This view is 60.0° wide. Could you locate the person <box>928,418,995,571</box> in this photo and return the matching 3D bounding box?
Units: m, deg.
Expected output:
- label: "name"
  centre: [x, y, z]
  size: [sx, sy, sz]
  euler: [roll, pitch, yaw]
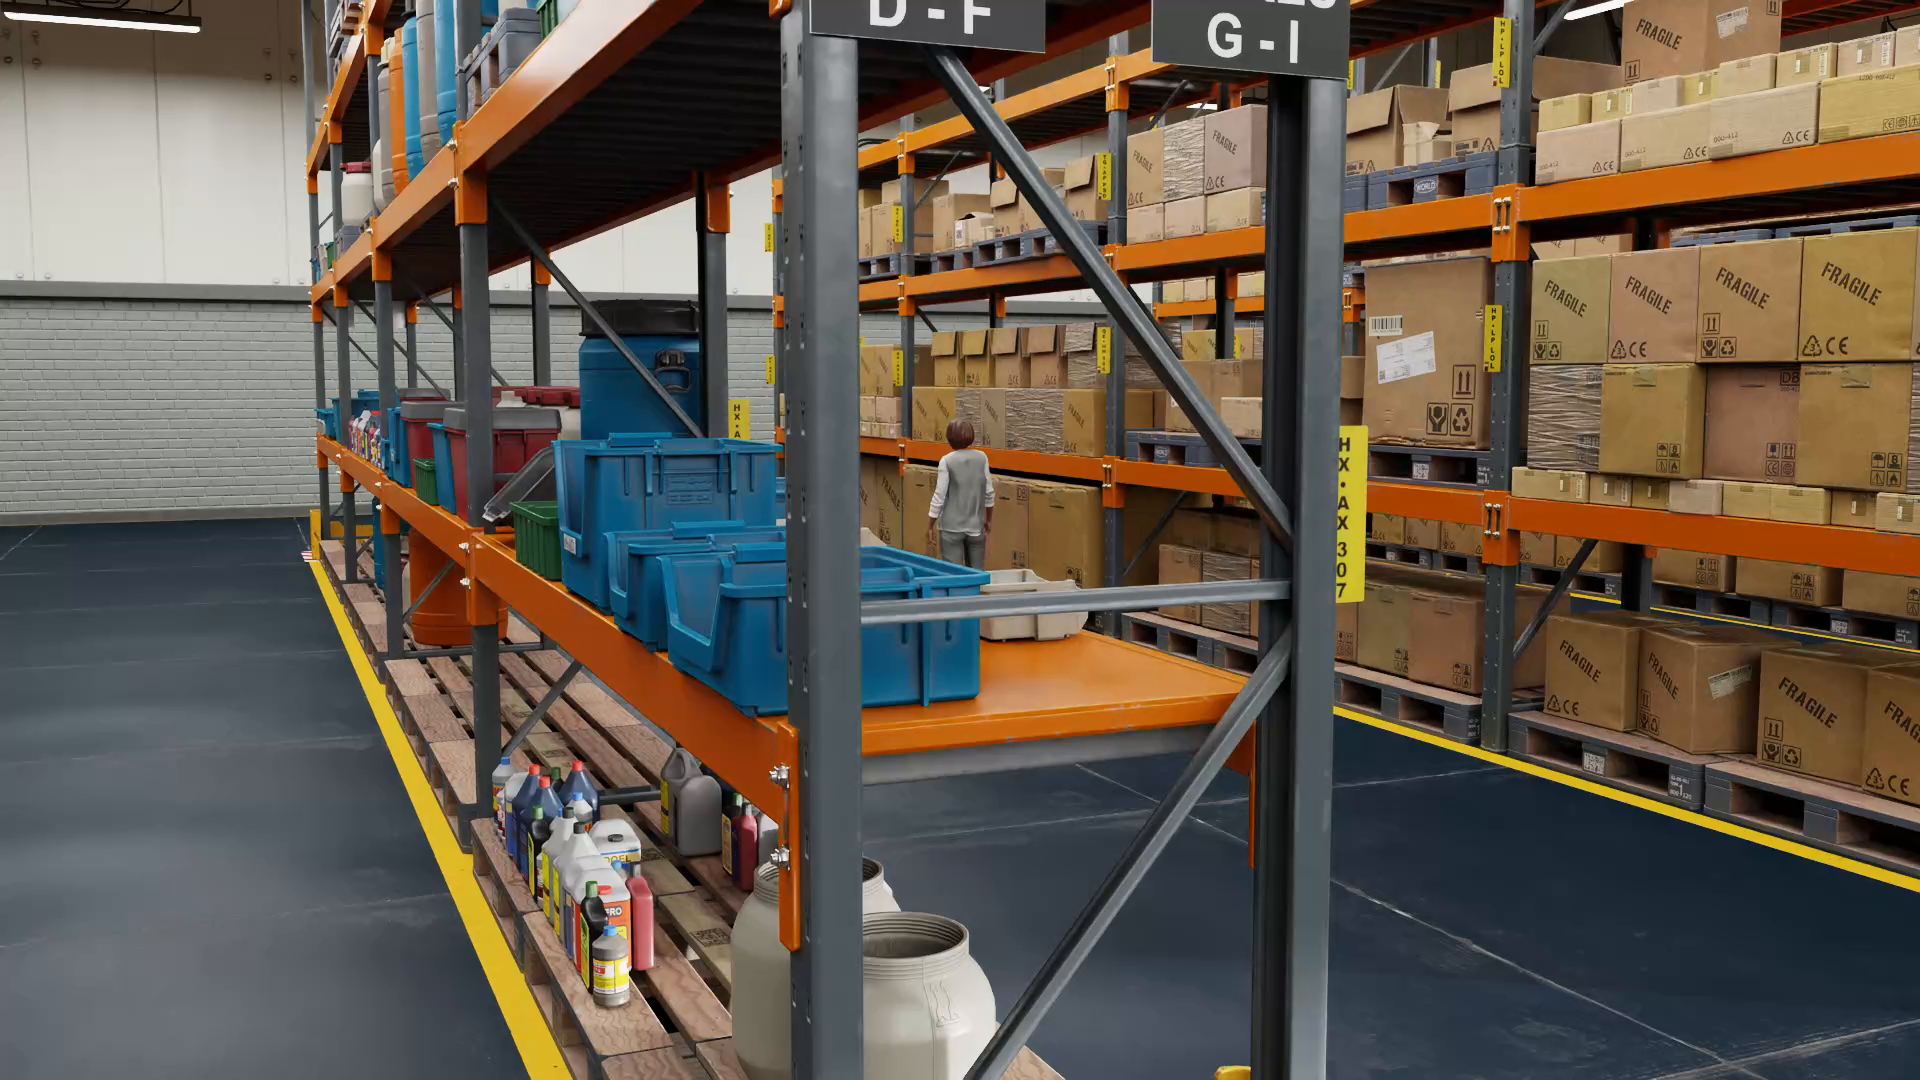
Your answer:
- label: "person"
  centre: [-0.009, -0.068, 11.837]
  size: [0.519, 1.591, 0.474]
  euler: [-2, 6, -24]
